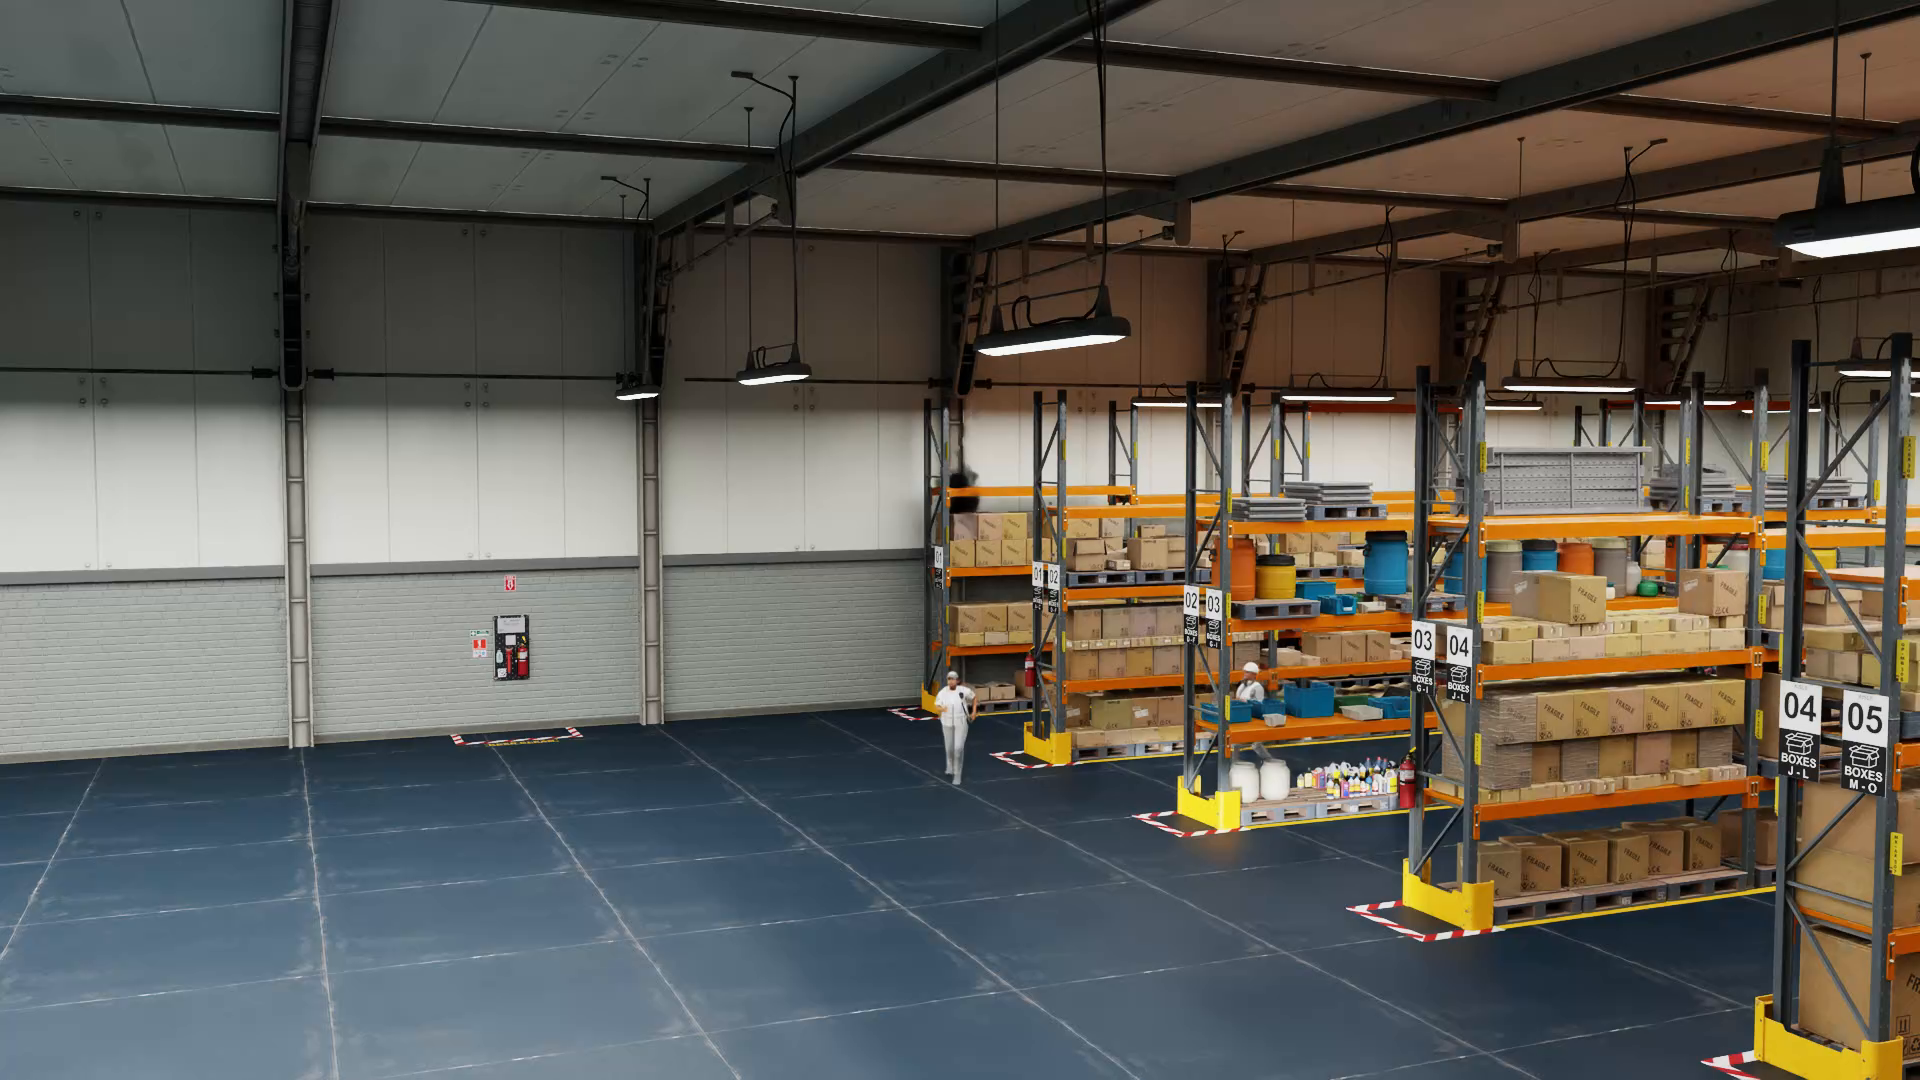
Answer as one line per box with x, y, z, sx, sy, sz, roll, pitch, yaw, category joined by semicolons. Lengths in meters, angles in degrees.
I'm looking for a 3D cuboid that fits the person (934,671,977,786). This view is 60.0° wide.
-0.066;2.842;25.344;0.612;1.715;0.879;1;3;11;person

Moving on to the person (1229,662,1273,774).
4.403;2.756;25.383;0.904;1.785;0.637;-2;4;-32;person
